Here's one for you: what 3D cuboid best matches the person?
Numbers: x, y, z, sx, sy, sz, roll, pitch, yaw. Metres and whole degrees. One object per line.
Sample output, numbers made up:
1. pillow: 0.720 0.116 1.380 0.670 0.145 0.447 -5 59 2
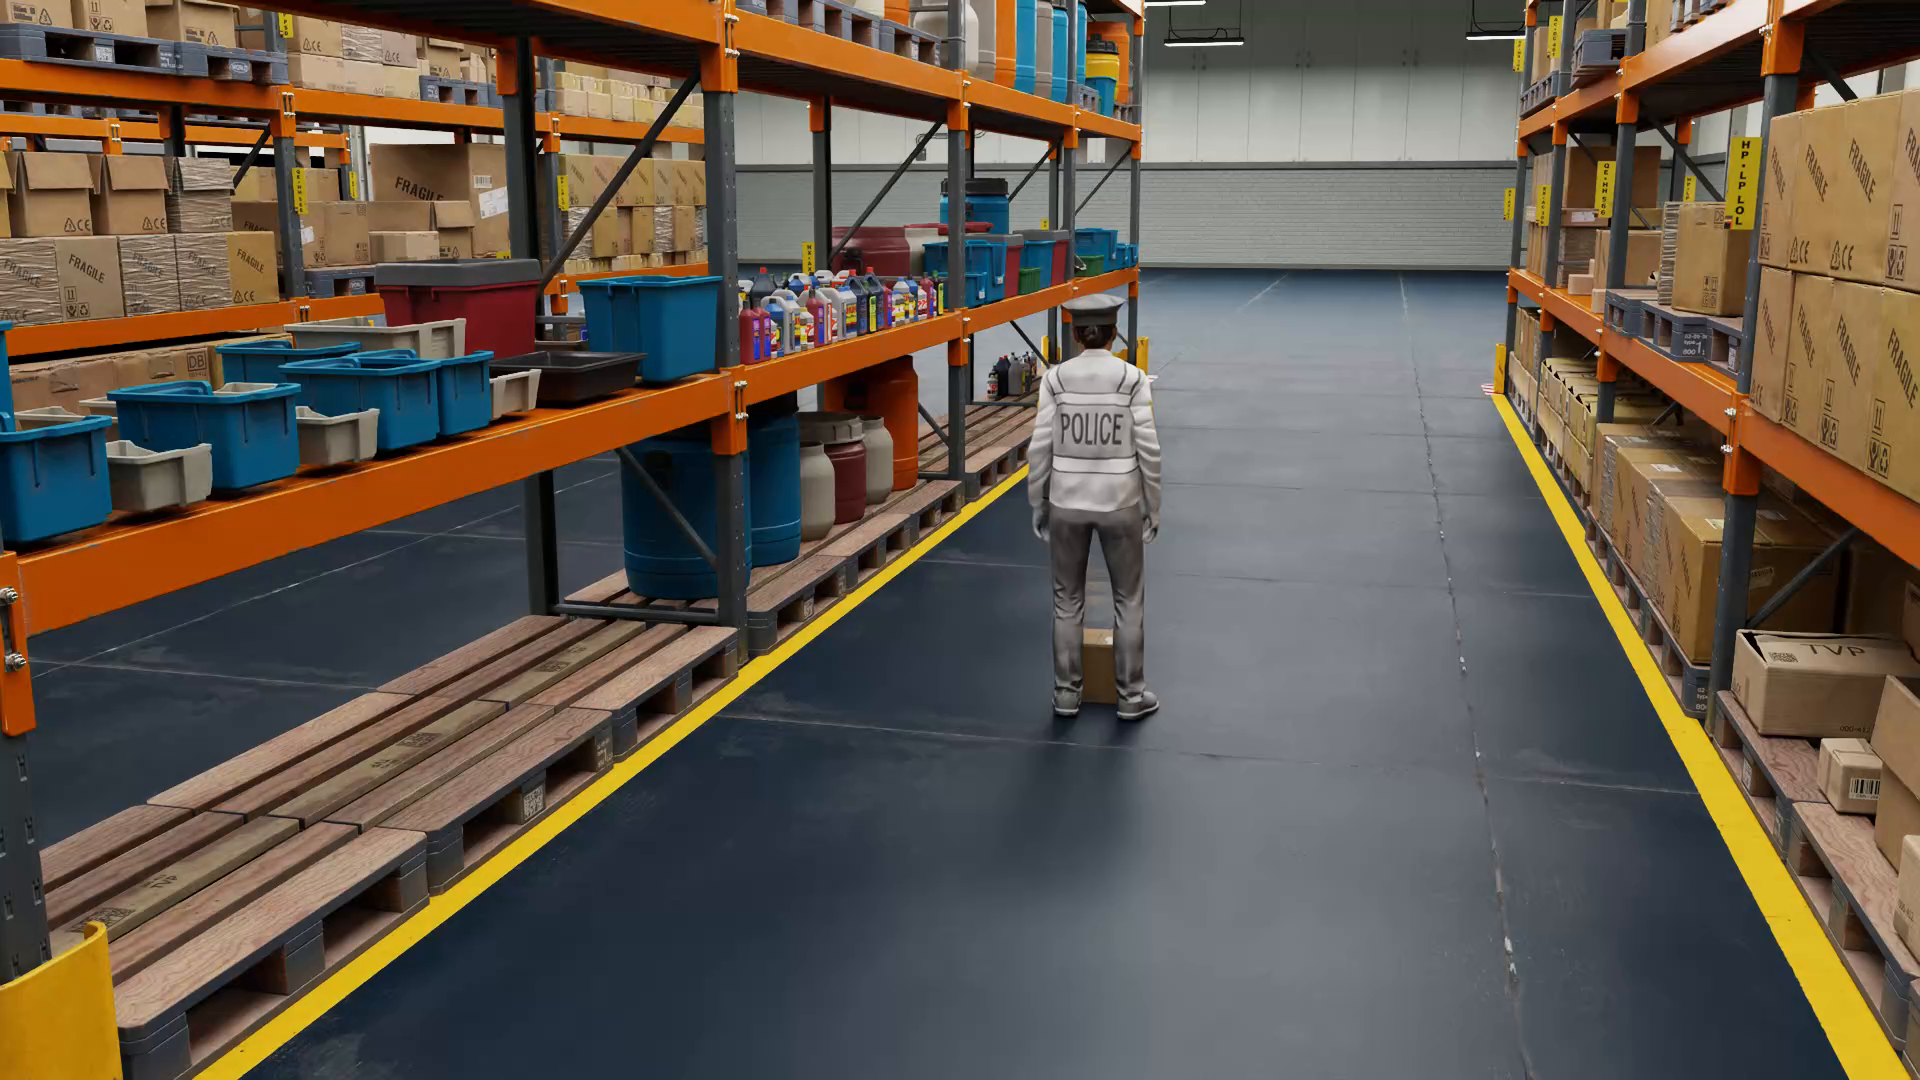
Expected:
1. person: 0.529 -0.121 6.533 0.527 1.662 0.375 2 12 11
